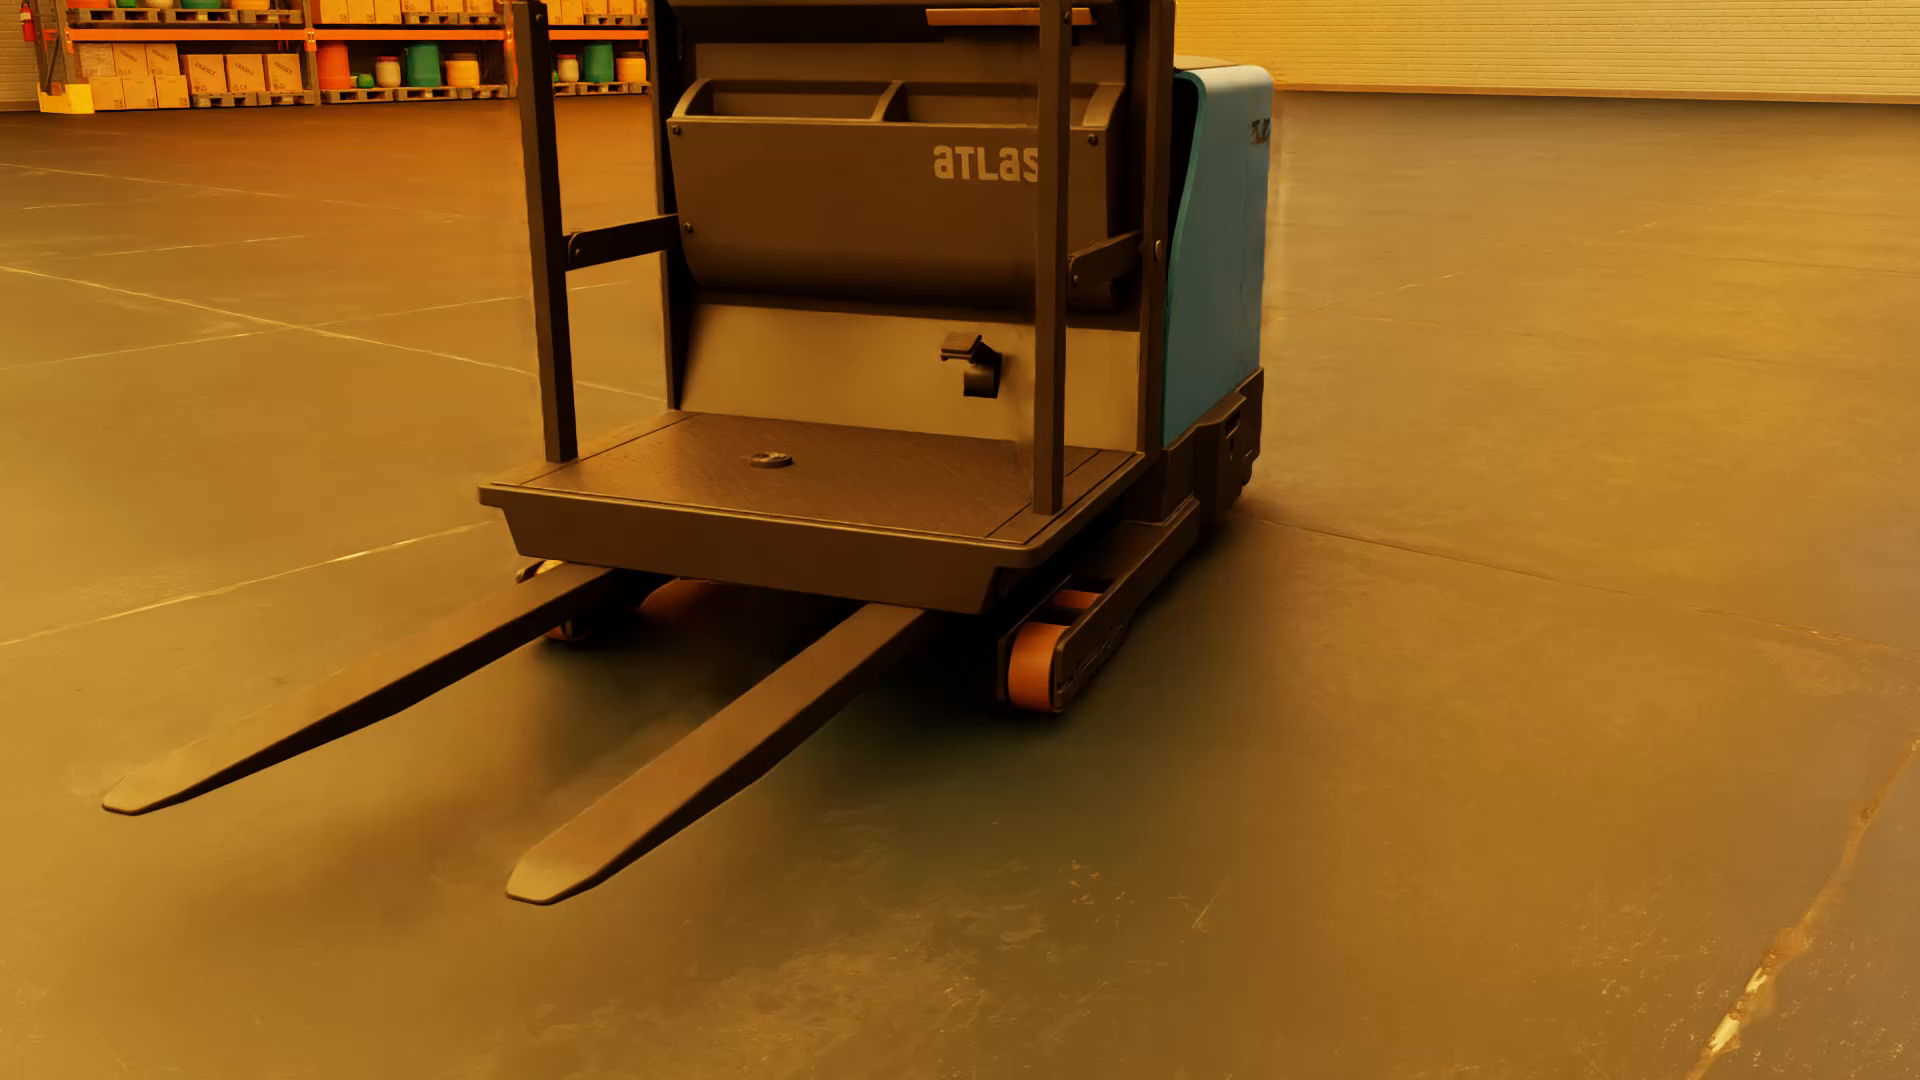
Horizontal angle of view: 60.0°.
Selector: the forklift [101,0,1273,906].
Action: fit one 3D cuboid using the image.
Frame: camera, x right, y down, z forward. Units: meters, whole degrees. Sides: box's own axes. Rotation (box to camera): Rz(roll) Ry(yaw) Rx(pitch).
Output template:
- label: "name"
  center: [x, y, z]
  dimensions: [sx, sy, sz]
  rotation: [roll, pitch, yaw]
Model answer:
- label: "forklift"
  center: [-0.212, -1.231, 2.951]
  dimensions: [1.130, 2.935, 3.031]
  rotation: [7, 18, 21]
